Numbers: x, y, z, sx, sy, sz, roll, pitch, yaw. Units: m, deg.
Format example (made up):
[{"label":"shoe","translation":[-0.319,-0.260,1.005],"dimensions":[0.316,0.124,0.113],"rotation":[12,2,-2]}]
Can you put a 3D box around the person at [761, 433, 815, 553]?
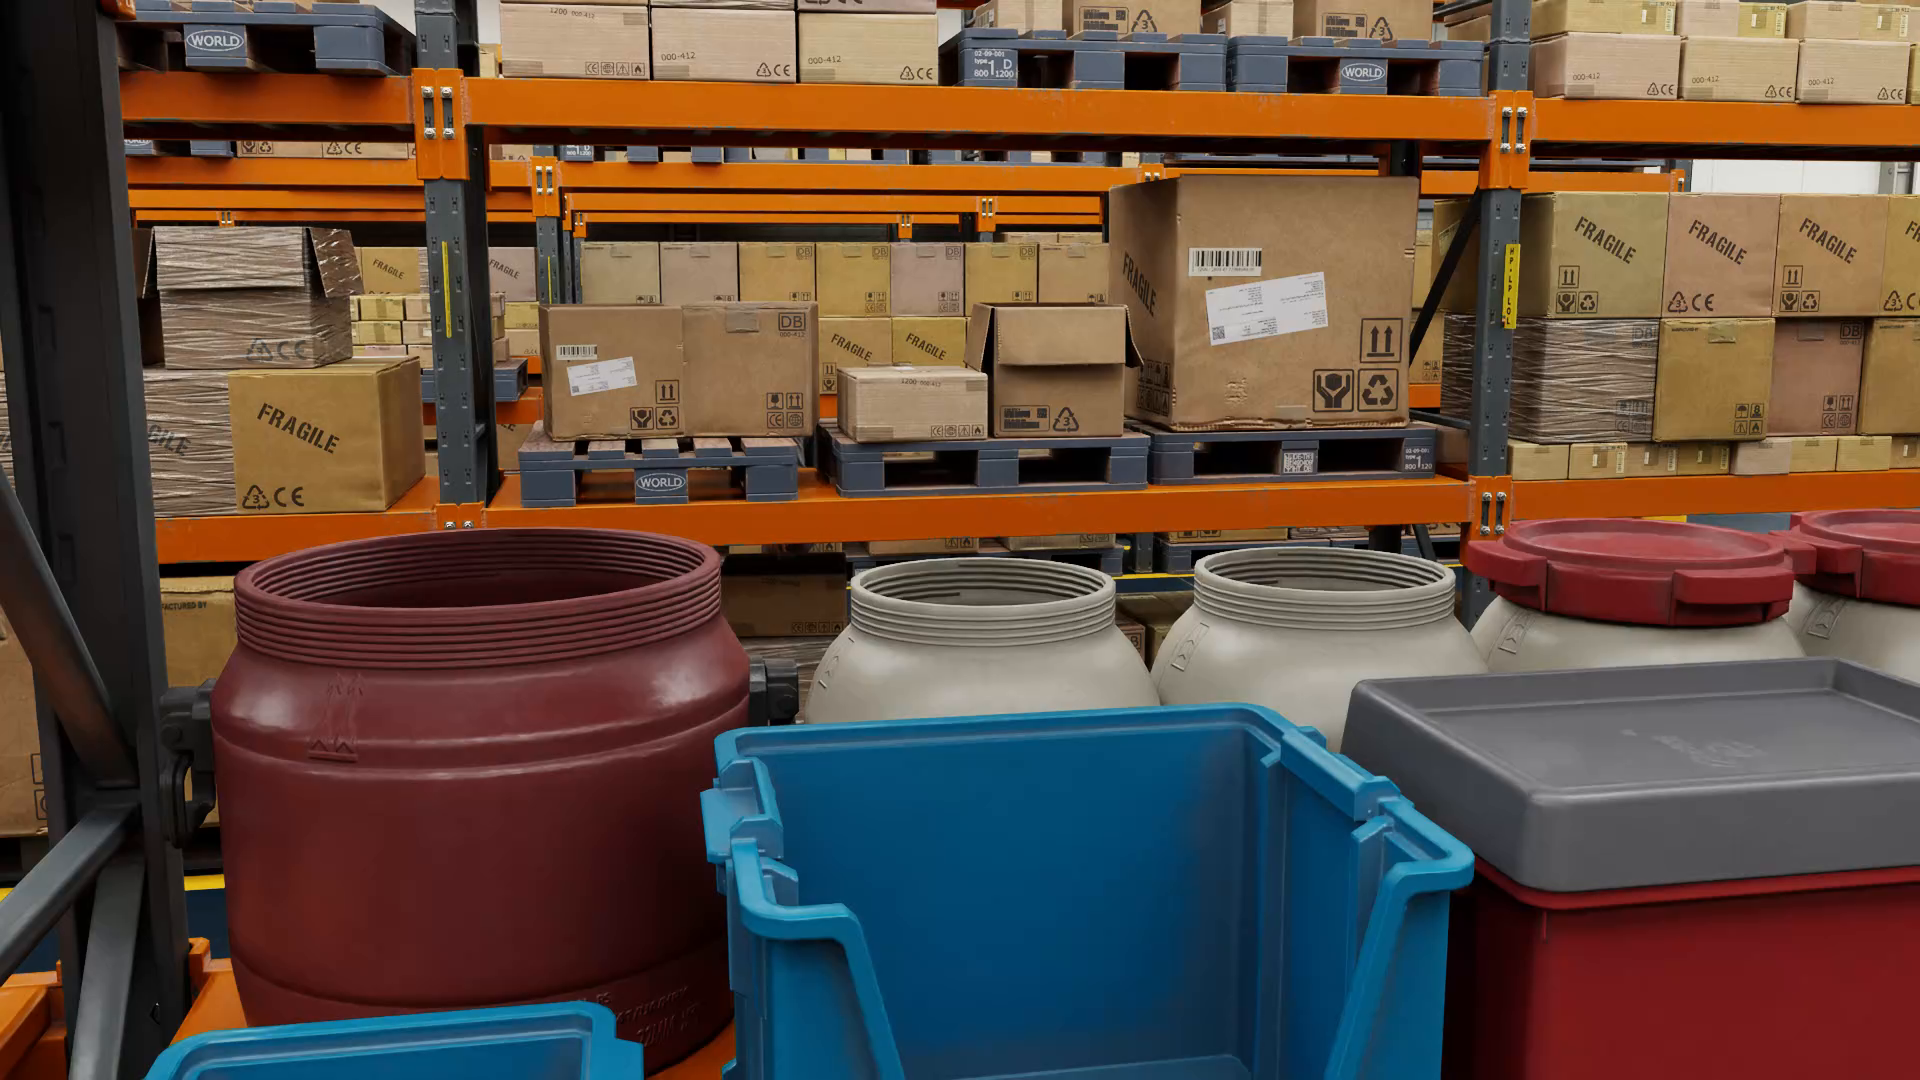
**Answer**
[{"label":"person","translation":[-0.903,-0.038,8.499],"dimensions":[0.462,1.617,0.581],"rotation":[-2,10,-11]}]
